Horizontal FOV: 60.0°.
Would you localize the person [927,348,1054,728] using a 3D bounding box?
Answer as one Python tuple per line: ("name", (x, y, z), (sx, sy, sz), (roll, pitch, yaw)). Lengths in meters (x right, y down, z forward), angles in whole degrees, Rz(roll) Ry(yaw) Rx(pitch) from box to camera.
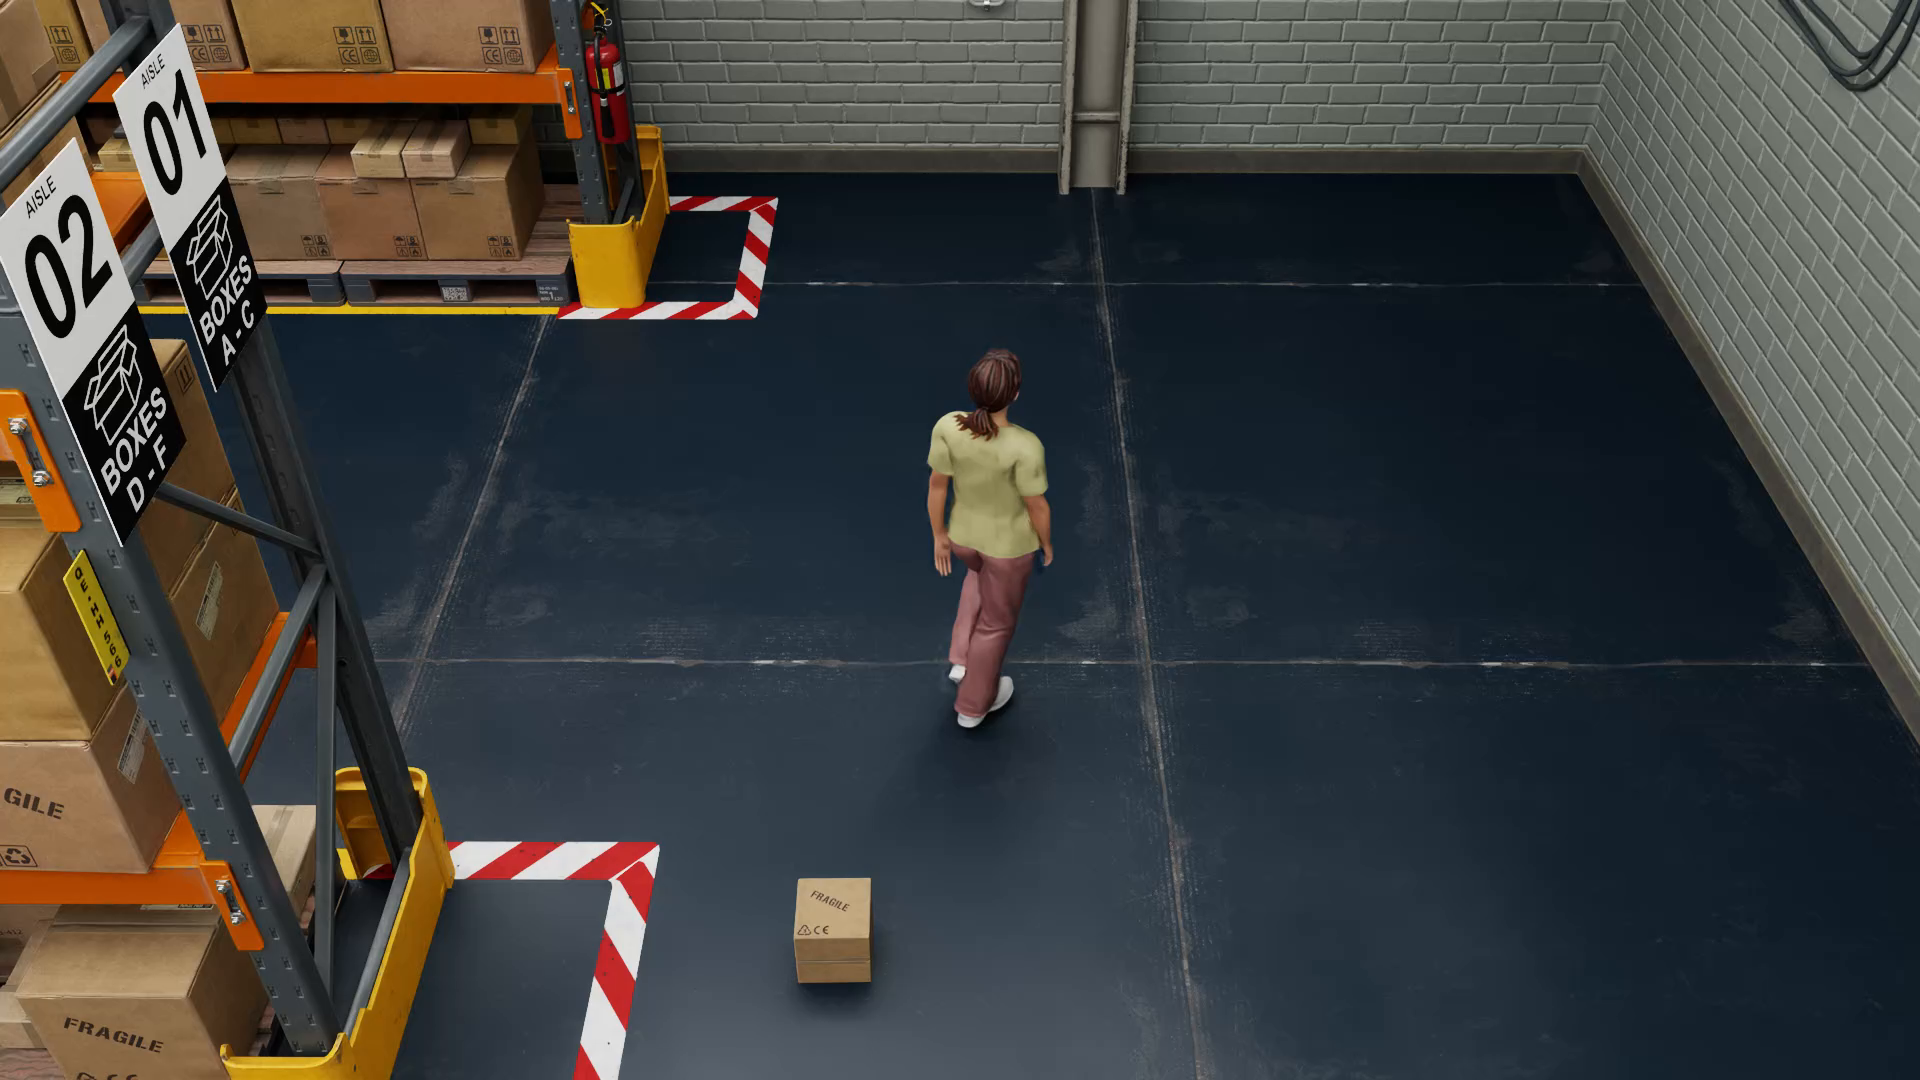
("person", (0.140, -0.002, 6.150), (0.442, 1.692, 0.469), (22, 44, 24))
